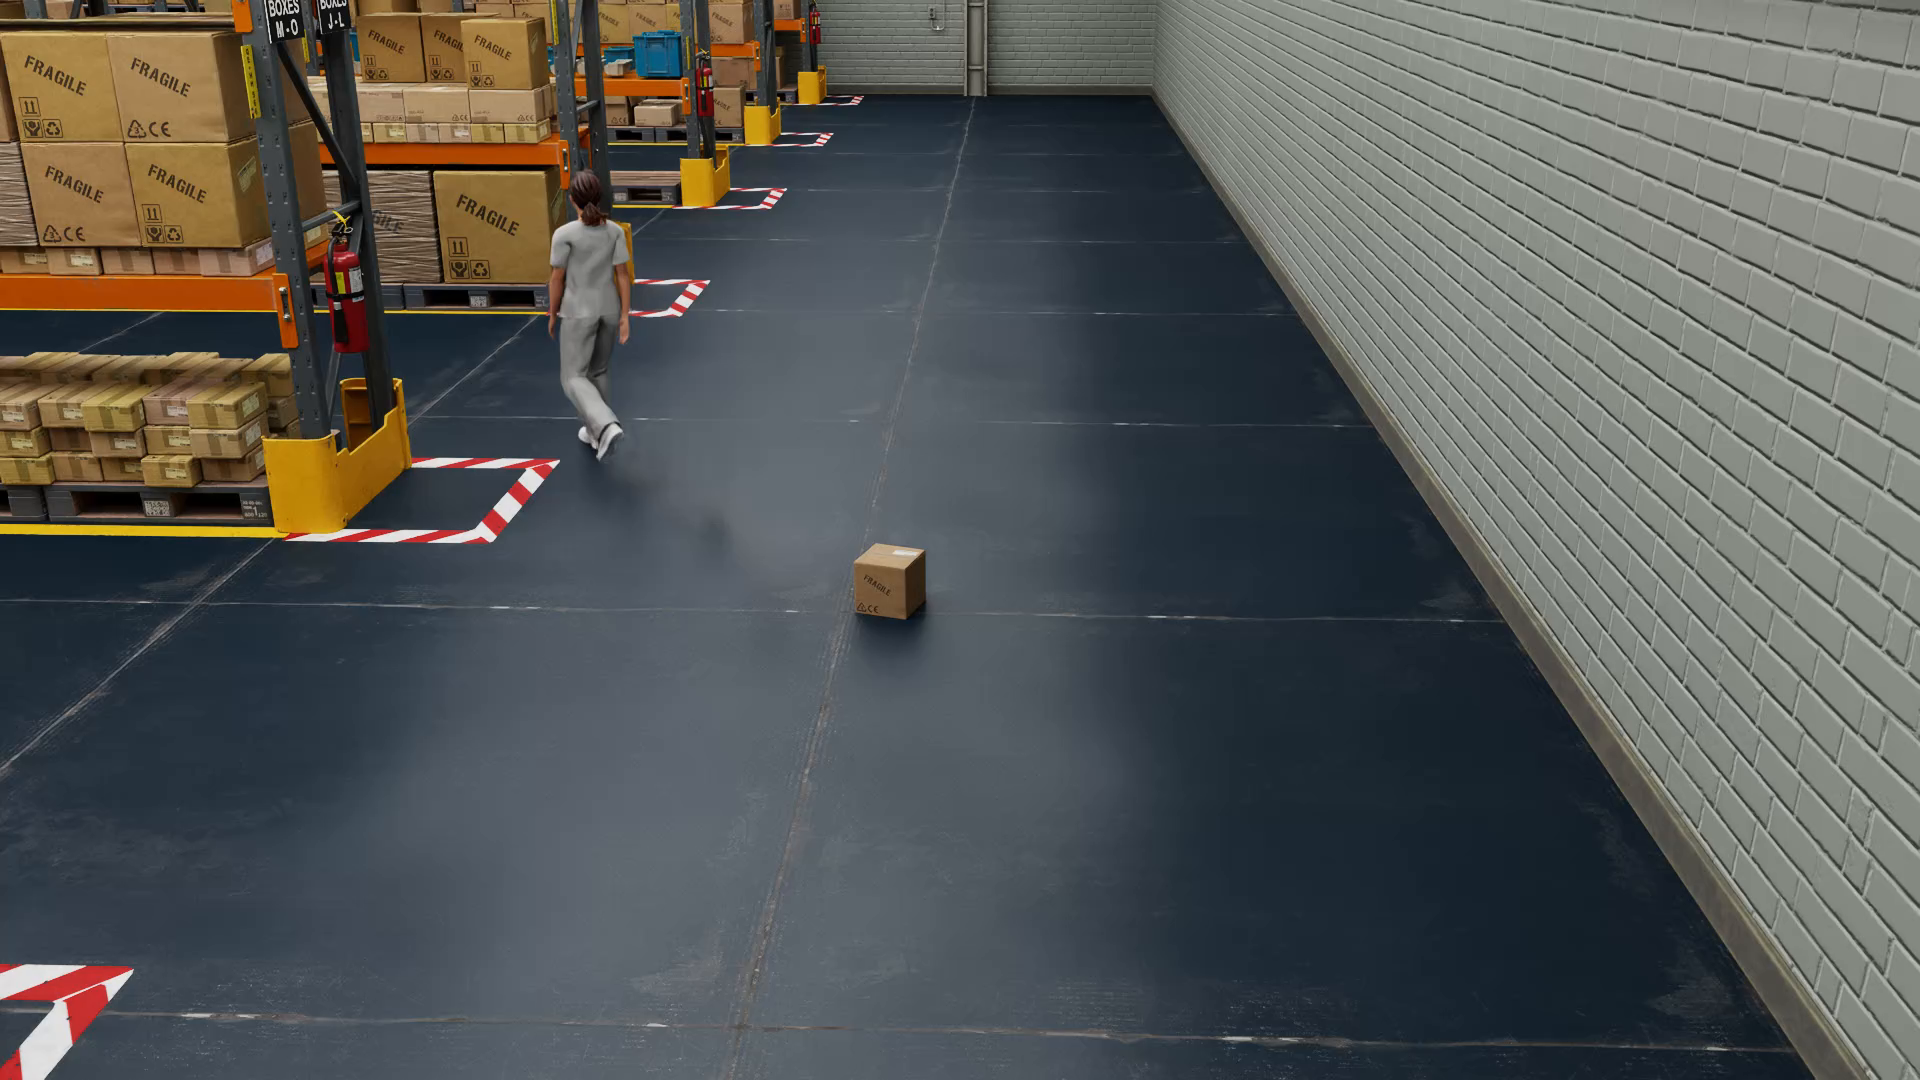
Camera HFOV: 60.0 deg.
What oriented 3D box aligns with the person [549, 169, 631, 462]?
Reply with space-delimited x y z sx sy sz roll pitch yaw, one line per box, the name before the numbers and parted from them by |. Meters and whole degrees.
person | -2.060 -1.246 9.334 0.442 1.634 0.846 -15 25 -34
